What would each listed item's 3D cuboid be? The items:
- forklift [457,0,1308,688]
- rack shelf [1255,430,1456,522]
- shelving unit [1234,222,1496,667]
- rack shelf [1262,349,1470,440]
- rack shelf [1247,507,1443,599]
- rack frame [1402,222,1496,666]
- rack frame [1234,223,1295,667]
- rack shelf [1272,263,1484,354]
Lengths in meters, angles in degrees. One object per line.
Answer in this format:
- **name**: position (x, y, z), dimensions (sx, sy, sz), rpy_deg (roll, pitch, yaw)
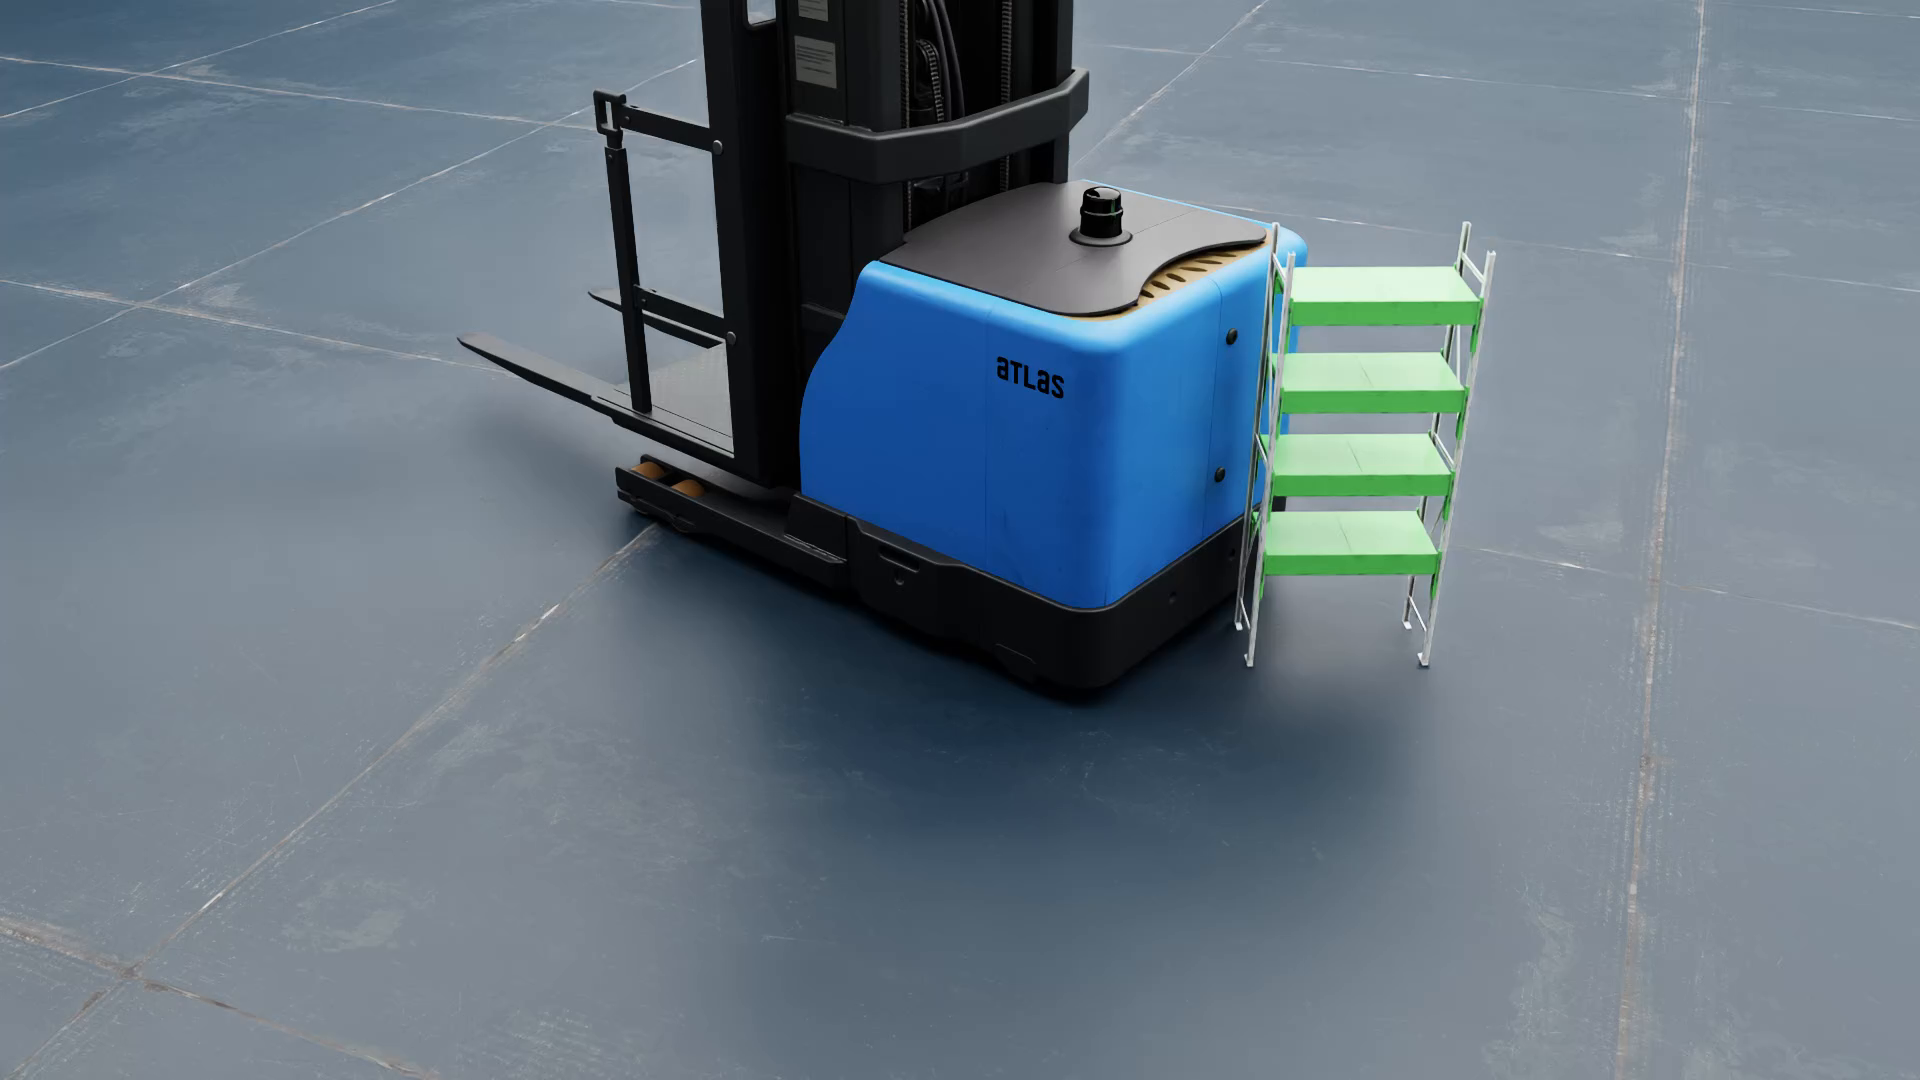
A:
- **forklift**: position (-0.480, -1.475, 4.880), dimensions (3.031, 2.935, 1.130), rpy_deg (22, 36, 34)
- **rack shelf**: position (1.050, -0.174, 4.468), dimensions (0.480, 0.148, 0.258), rpy_deg (0, 29, -1)
- **shelving unit**: position (1.050, -0.229, 4.437), dimensions (0.503, 1.200, 0.258), rpy_deg (0, 29, -1)
- **rack shelf**: position (1.050, -0.383, 4.350), dimensions (0.480, 0.148, 0.258), rpy_deg (0, 29, -1)
- **rack shelf**: position (1.050, 0.035, 4.586), dimensions (0.480, 0.148, 0.258), rpy_deg (0, 29, -1)
- **rack frame**: position (1.294, -0.231, 4.439), dimensions (0.015, 1.200, 0.240), rpy_deg (0, 29, -1)
- **rack frame**: position (0.806, -0.228, 4.434), dimensions (0.015, 1.200, 0.240), rpy_deg (0, 29, -1)
- **rack shelf**: position (1.050, -0.592, 4.232), dimensions (0.480, 0.148, 0.258), rpy_deg (0, 29, -1)
